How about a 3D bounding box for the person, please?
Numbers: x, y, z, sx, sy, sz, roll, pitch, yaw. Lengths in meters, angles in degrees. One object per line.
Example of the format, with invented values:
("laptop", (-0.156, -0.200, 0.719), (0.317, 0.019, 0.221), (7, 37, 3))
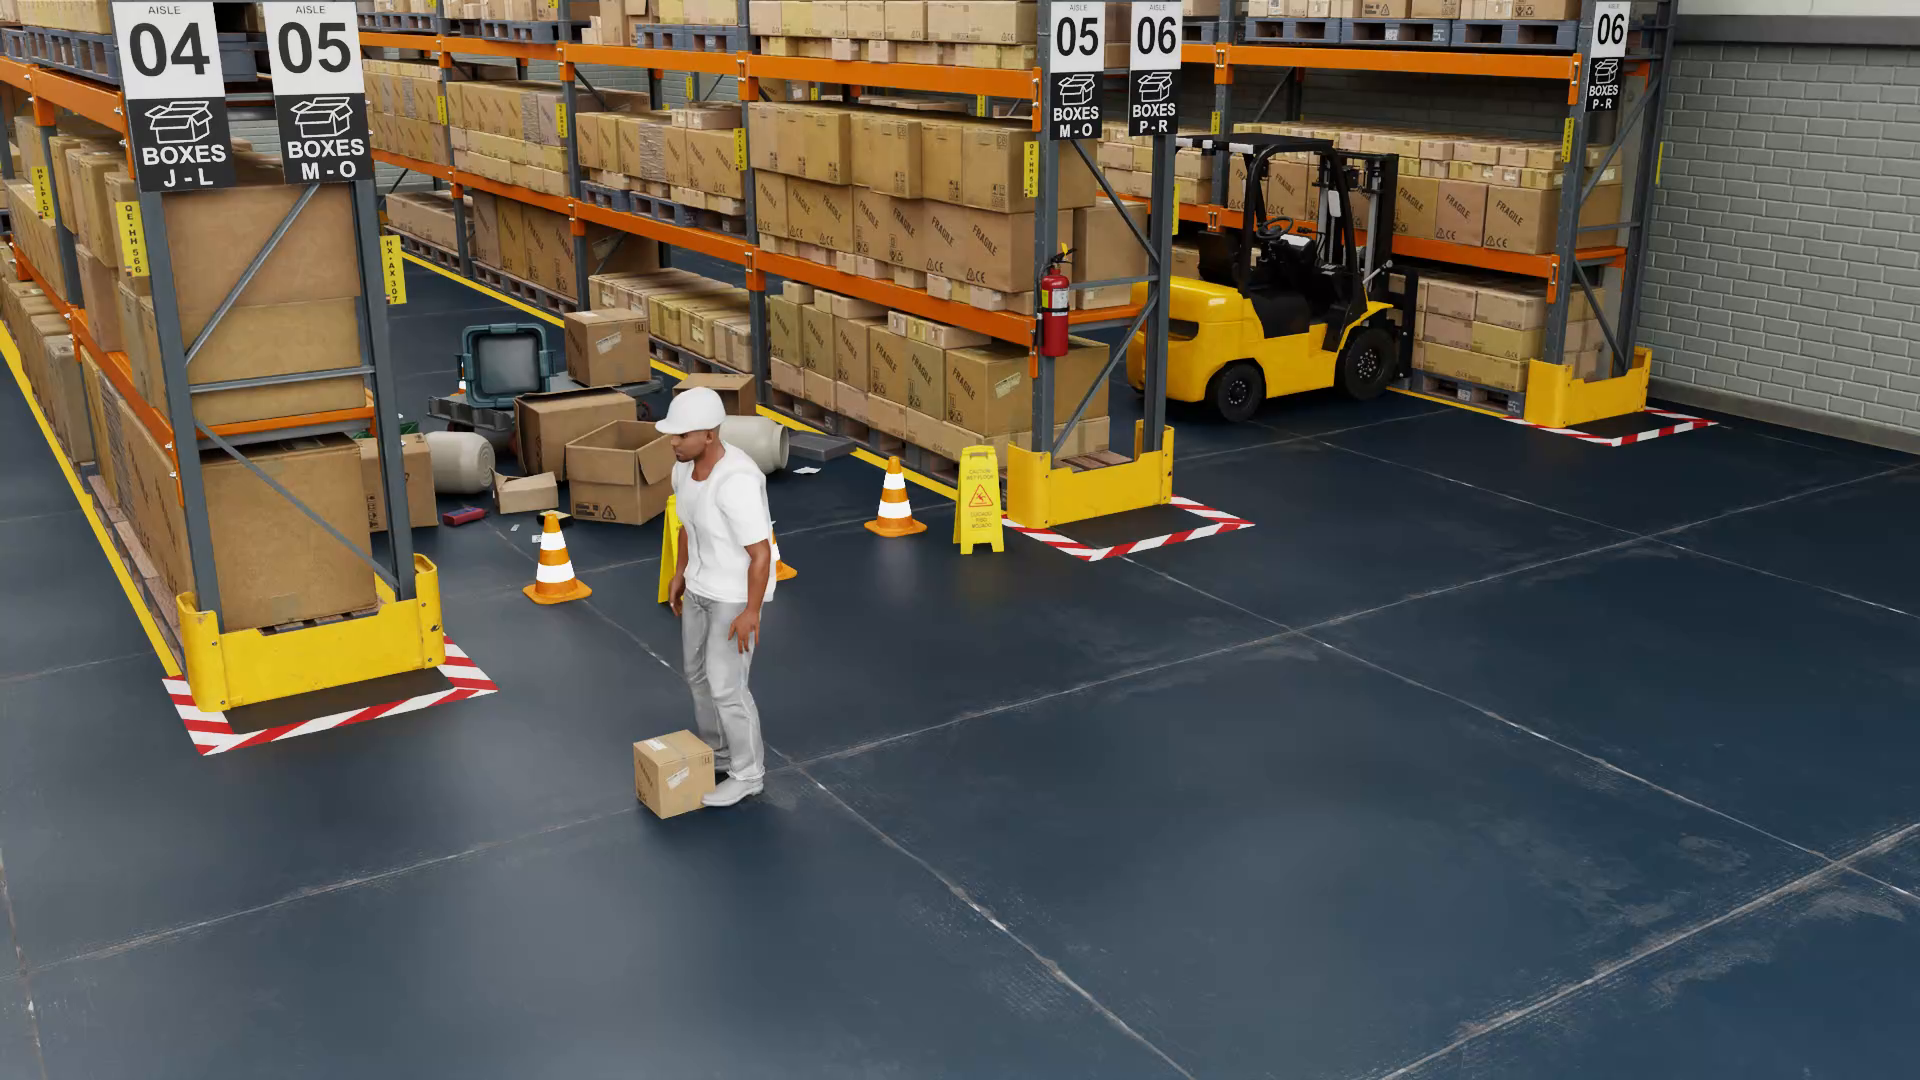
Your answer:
("person", (-1.005, 0.223, 6.840), (0.460, 1.759, 0.634), (-13, 22, -35))
